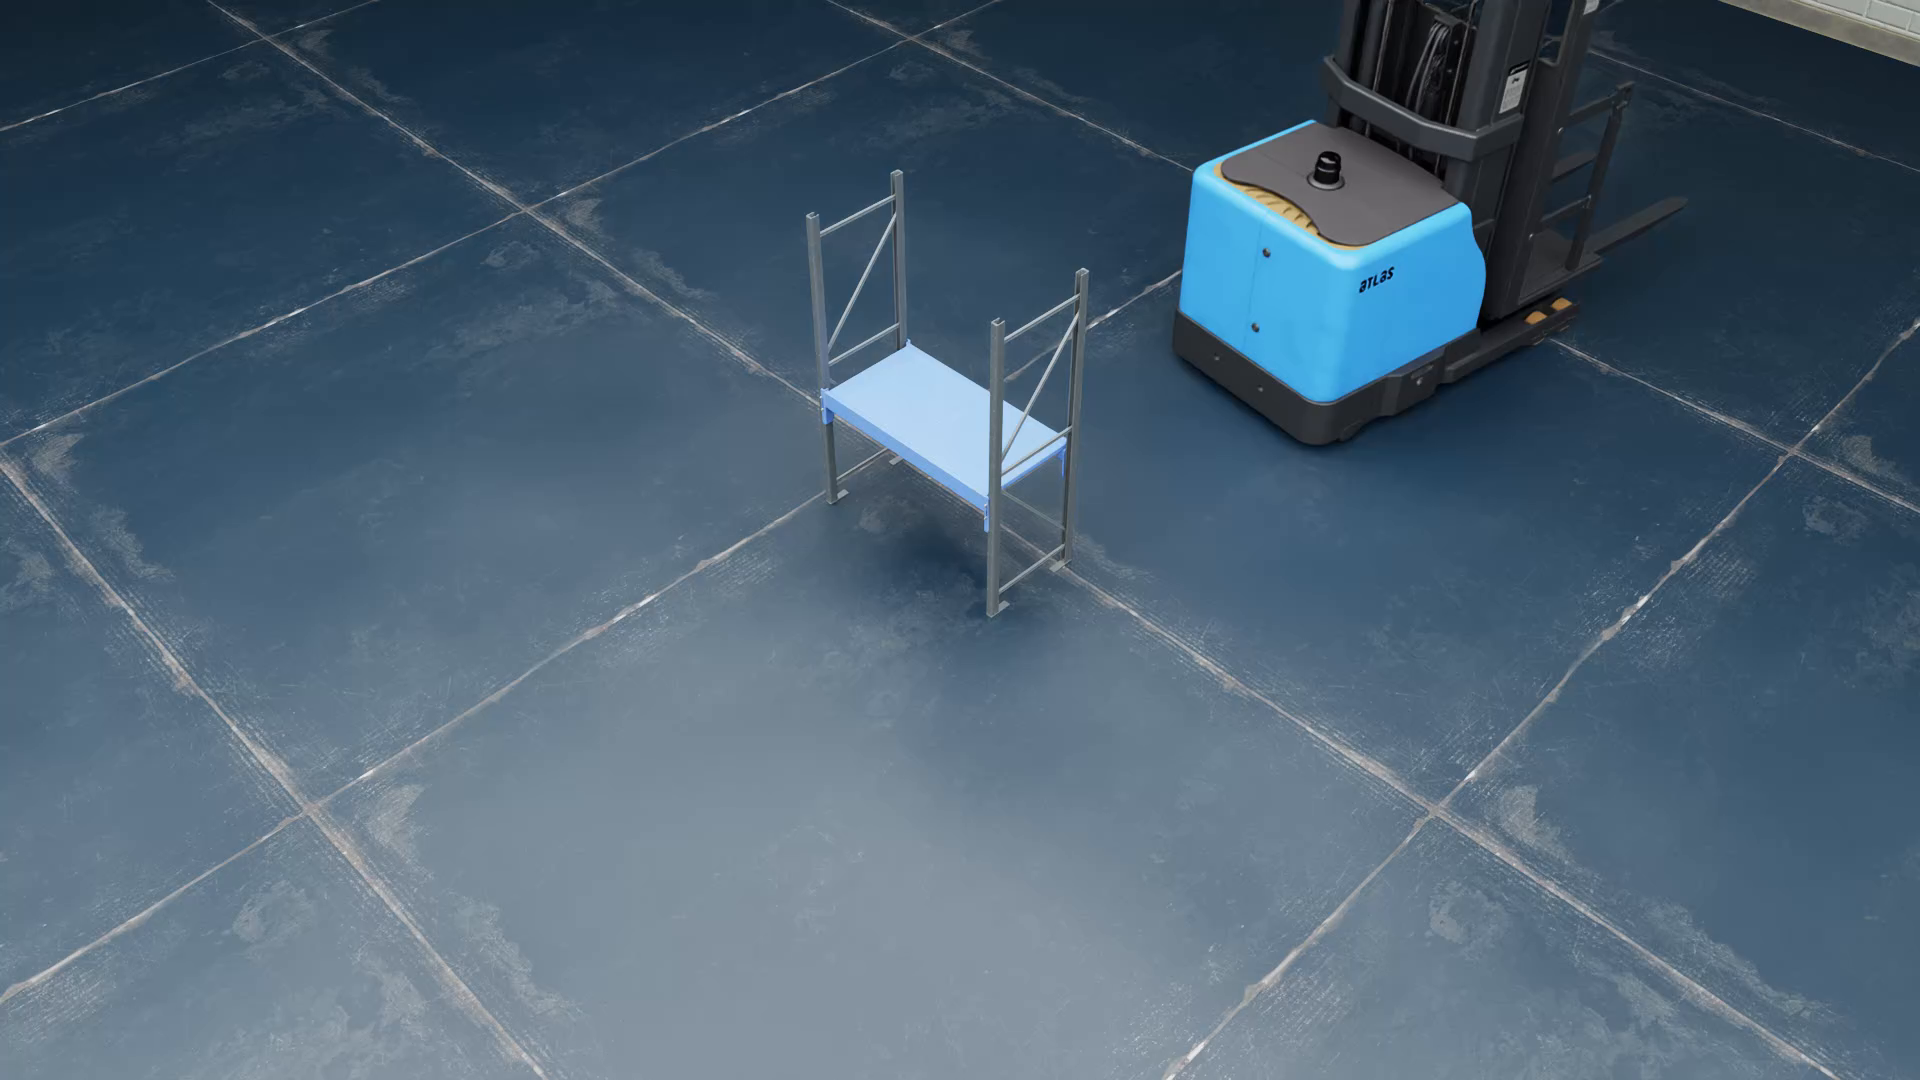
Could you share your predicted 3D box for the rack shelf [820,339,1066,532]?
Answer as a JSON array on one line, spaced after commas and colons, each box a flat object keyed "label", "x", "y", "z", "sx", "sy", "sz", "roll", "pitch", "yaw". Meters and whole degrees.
[{"label": "rack shelf", "x": -0.060, "y": -0.460, "z": 7.025, "sx": 0.538, "sy": 0.185, "sz": 1.000, "roll": -34, "pitch": 53, "yaw": -31}]

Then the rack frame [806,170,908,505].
[{"label": "rack frame", "x": -0.419, "y": -0.836, "z": 7.167, "sx": 0.500, "sy": 1.500, "sz": 0.032, "roll": -34, "pitch": 53, "yaw": -31}]

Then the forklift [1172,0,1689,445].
[{"label": "forklift", "x": 2.547, "y": -2.331, "z": 7.731, "sx": 3.031, "sy": 2.935, "sz": 1.130, "roll": -27, "pitch": 49, "yaw": -26}]

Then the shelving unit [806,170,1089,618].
[{"label": "shelving unit", "x": -0.060, "y": -0.592, "z": 6.903, "sx": 0.538, "sy": 1.500, "sz": 1.048, "roll": -34, "pitch": 53, "yaw": -31}]

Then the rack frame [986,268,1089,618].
[{"label": "rack frame", "x": 0.299, "y": -0.348, "z": 6.638, "sx": 0.500, "sy": 1.500, "sz": 0.032, "roll": -34, "pitch": 53, "yaw": -31}]
